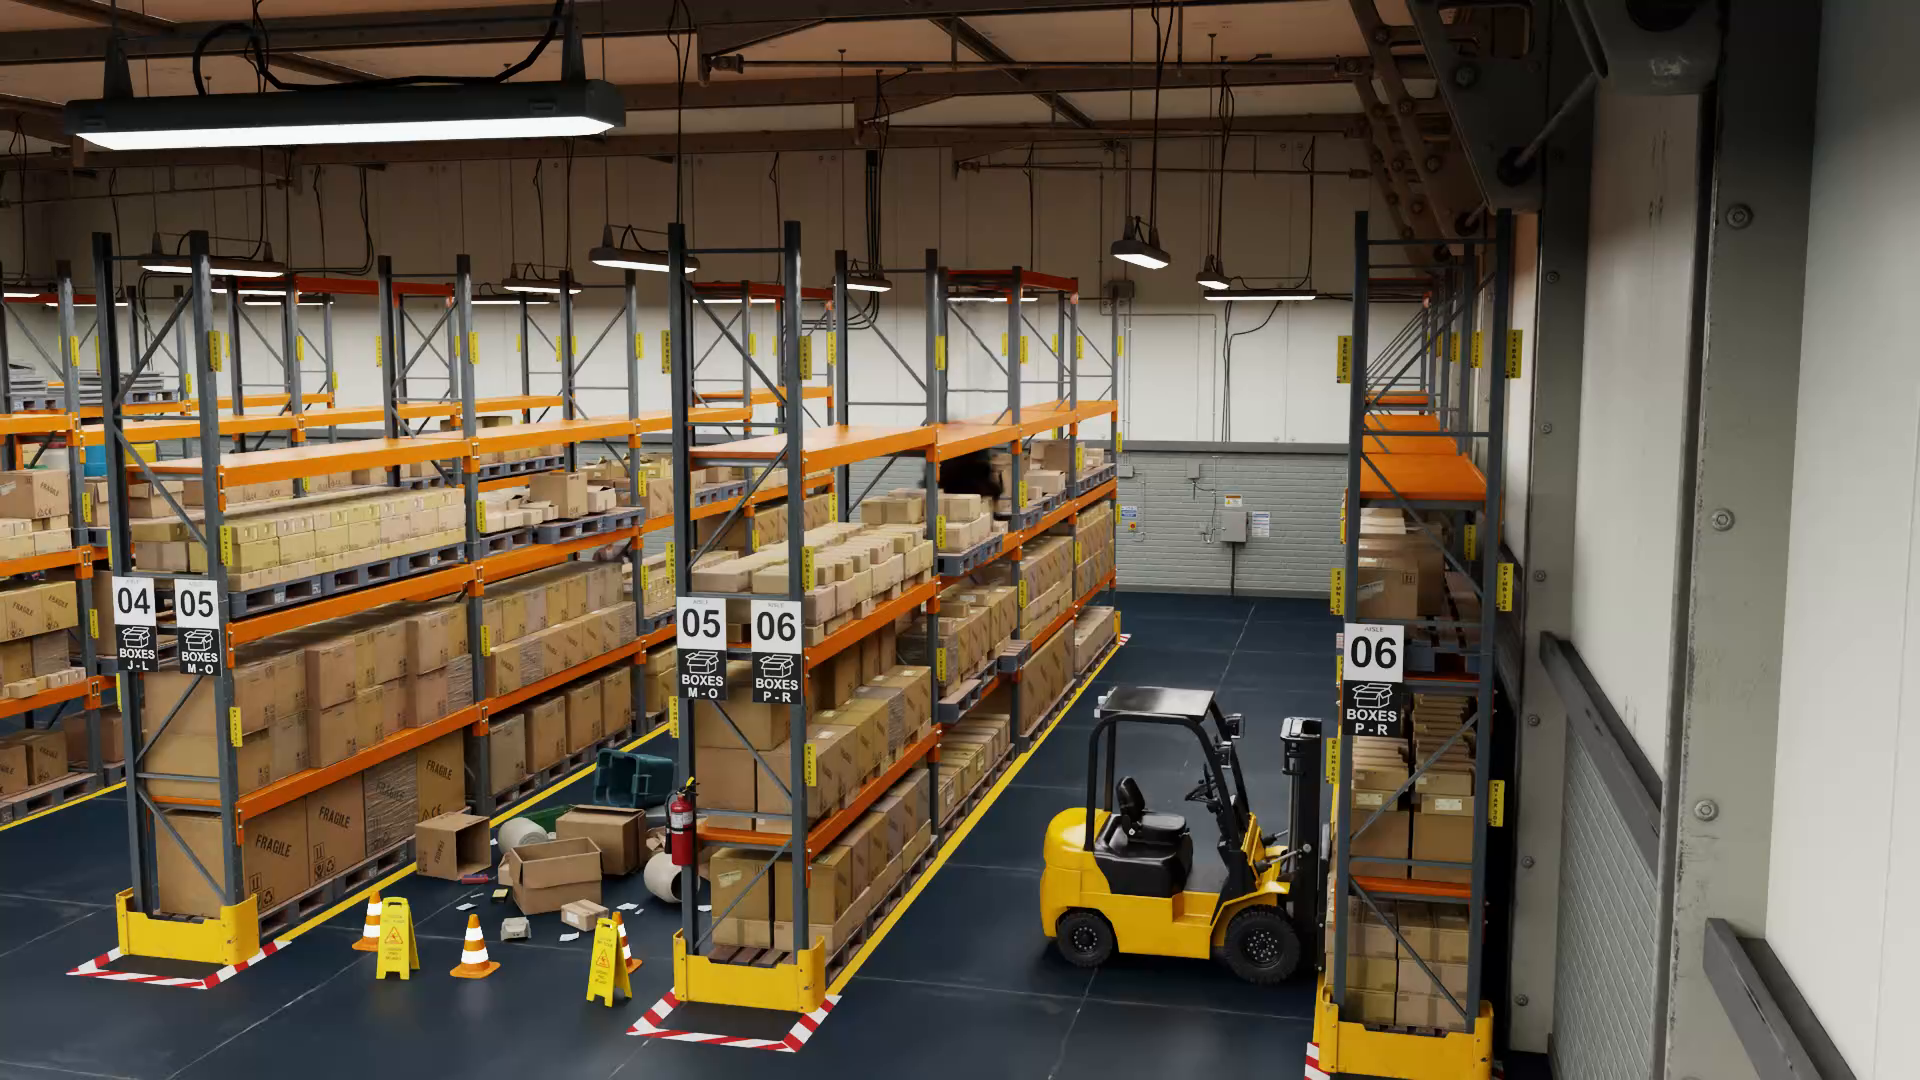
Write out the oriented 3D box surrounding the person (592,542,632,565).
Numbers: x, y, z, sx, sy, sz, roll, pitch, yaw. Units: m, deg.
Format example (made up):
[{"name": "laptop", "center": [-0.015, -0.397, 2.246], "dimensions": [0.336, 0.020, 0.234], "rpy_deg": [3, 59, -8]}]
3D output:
[{"name": "person", "center": [-6.074, 0.741, 29.015], "dimensions": [0.716, 1.735, 1.077], "rpy_deg": [1, 7, 5]}]
